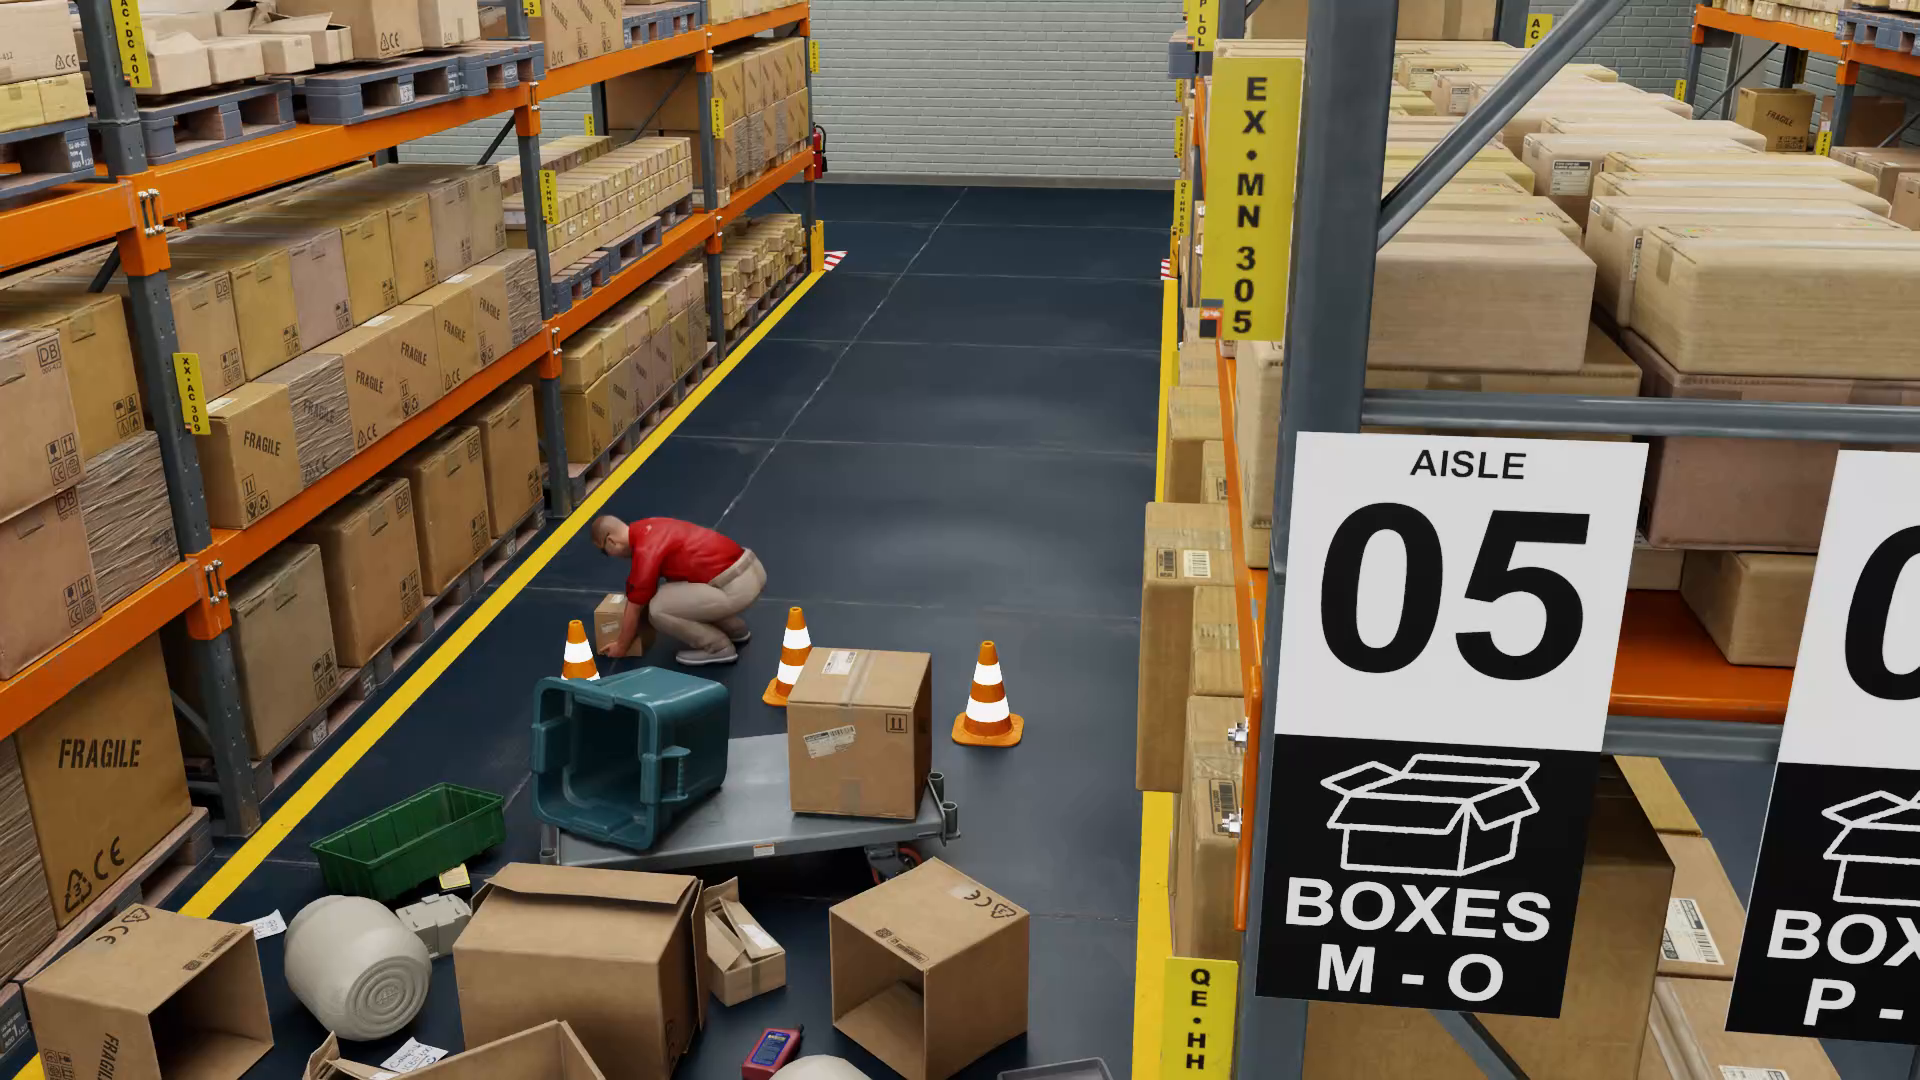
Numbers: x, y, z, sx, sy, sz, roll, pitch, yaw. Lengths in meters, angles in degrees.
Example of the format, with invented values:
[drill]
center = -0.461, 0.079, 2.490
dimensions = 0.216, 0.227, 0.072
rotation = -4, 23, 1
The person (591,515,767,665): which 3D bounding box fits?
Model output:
[person]
center = -1.488, 0.264, 8.852
dimensions = 0.891, 0.851, 0.546
rotation = 2, 21, 6
